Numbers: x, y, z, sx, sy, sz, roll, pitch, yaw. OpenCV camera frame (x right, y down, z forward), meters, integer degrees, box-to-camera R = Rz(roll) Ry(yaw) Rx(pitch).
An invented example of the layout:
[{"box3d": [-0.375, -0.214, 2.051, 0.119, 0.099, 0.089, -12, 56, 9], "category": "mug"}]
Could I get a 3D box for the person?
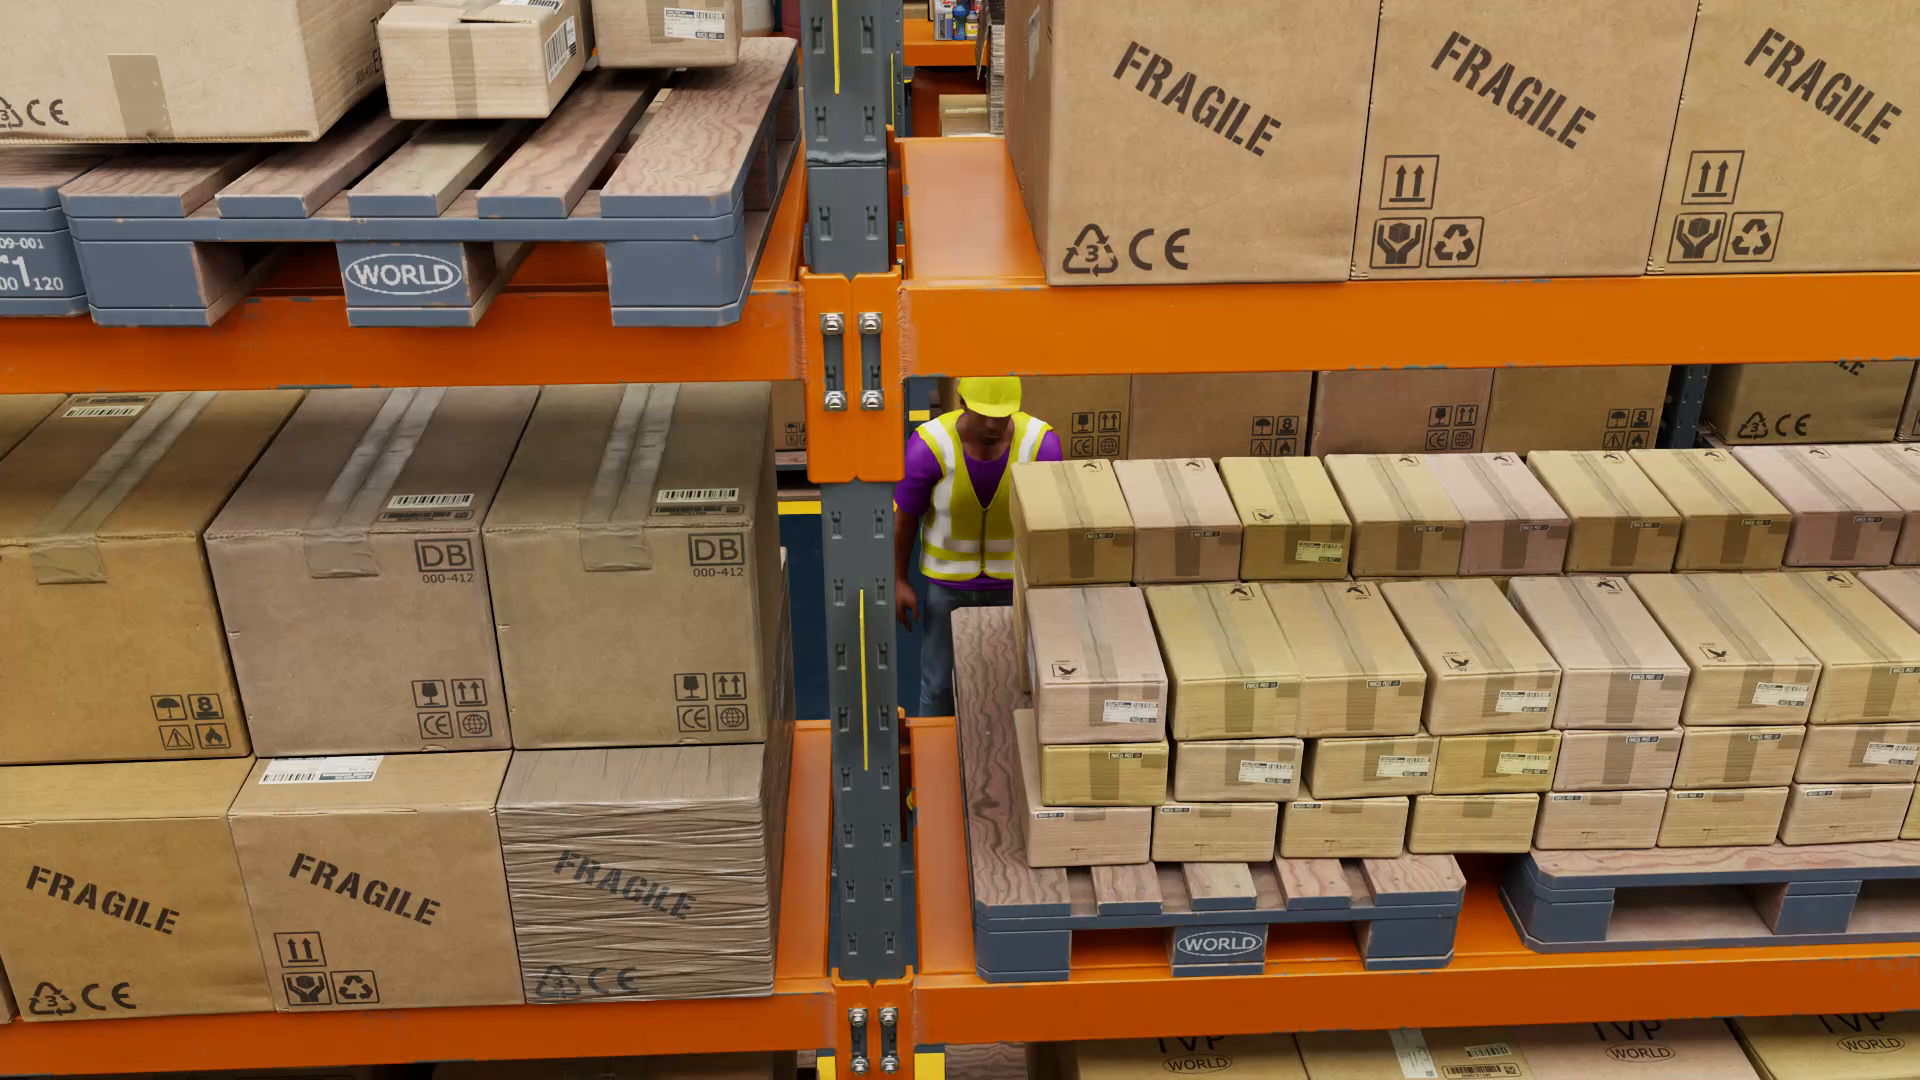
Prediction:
[{"box3d": [0.071, 0.151, 5.809, 0.625, 1.760, 0.461, -2, 27, -3], "category": "person"}]
